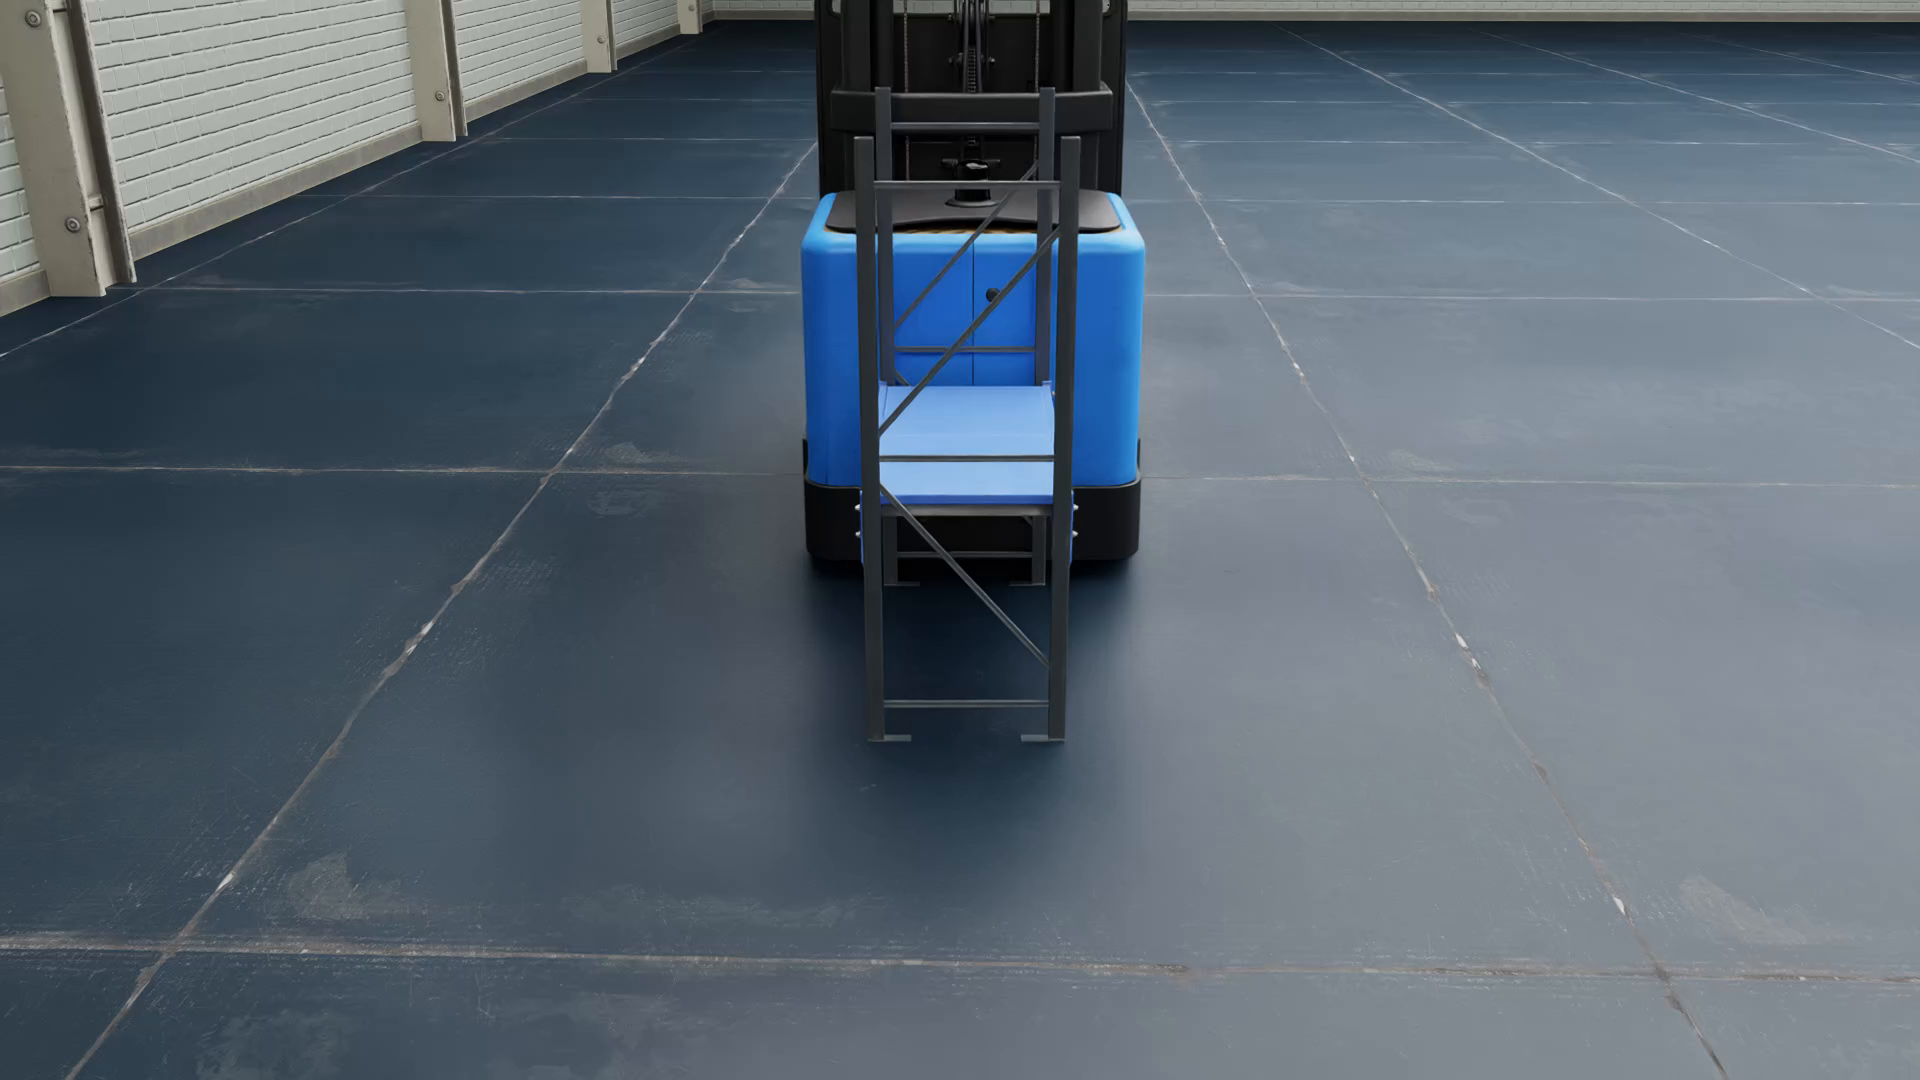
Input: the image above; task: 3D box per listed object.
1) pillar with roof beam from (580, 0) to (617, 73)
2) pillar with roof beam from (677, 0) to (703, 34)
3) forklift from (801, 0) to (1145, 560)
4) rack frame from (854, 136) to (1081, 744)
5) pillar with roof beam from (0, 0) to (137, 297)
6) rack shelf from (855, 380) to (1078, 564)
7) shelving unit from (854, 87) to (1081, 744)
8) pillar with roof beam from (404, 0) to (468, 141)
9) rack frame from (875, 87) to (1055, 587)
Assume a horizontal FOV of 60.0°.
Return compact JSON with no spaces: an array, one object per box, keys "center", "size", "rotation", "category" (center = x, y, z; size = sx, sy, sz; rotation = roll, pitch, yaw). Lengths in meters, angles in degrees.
[{"center":[-0.067,-9.860,18.501],"size":[9.100,9.000,0.400],"rotation":[1,21,2],"category":"pillar with roof beam"},{"center":[0.116,-12.030,24.092],"size":[9.100,9.000,0.400],"rotation":[1,21,2],"category":"pillar with roof beam"},{"center":[0.037,-1.784,6.076],"size":[1.130,2.935,3.031],"rotation":[0,21,0],"category":"forklift"},{"center":[0.016,-0.190,3.946],"size":[0.500,1.500,0.032],"rotation":[0,21,0],"category":"rack frame"},{"center":[-0.432,-5.521,7.319],"size":[9.100,9.000,0.400],"rotation":[1,21,2],"category":"pillar with roof beam"},{"center":[0.015,-0.207,4.485],"size":[0.538,0.185,1.000],"rotation":[0,21,0],"category":"rack shelf"},{"center":[0.015,-0.374,4.420],"size":[0.538,1.500,1.048],"rotation":[0,21,0],"category":"shelving unit"},{"center":[-0.249,-7.691,12.910],"size":[9.100,9.000,0.400],"rotation":[1,21,2],"category":"pillar with roof beam"},{"center":[0.014,-0.558,4.894],"size":[0.500,1.500,0.032],"rotation":[0,21,0],"category":"rack frame"}]
